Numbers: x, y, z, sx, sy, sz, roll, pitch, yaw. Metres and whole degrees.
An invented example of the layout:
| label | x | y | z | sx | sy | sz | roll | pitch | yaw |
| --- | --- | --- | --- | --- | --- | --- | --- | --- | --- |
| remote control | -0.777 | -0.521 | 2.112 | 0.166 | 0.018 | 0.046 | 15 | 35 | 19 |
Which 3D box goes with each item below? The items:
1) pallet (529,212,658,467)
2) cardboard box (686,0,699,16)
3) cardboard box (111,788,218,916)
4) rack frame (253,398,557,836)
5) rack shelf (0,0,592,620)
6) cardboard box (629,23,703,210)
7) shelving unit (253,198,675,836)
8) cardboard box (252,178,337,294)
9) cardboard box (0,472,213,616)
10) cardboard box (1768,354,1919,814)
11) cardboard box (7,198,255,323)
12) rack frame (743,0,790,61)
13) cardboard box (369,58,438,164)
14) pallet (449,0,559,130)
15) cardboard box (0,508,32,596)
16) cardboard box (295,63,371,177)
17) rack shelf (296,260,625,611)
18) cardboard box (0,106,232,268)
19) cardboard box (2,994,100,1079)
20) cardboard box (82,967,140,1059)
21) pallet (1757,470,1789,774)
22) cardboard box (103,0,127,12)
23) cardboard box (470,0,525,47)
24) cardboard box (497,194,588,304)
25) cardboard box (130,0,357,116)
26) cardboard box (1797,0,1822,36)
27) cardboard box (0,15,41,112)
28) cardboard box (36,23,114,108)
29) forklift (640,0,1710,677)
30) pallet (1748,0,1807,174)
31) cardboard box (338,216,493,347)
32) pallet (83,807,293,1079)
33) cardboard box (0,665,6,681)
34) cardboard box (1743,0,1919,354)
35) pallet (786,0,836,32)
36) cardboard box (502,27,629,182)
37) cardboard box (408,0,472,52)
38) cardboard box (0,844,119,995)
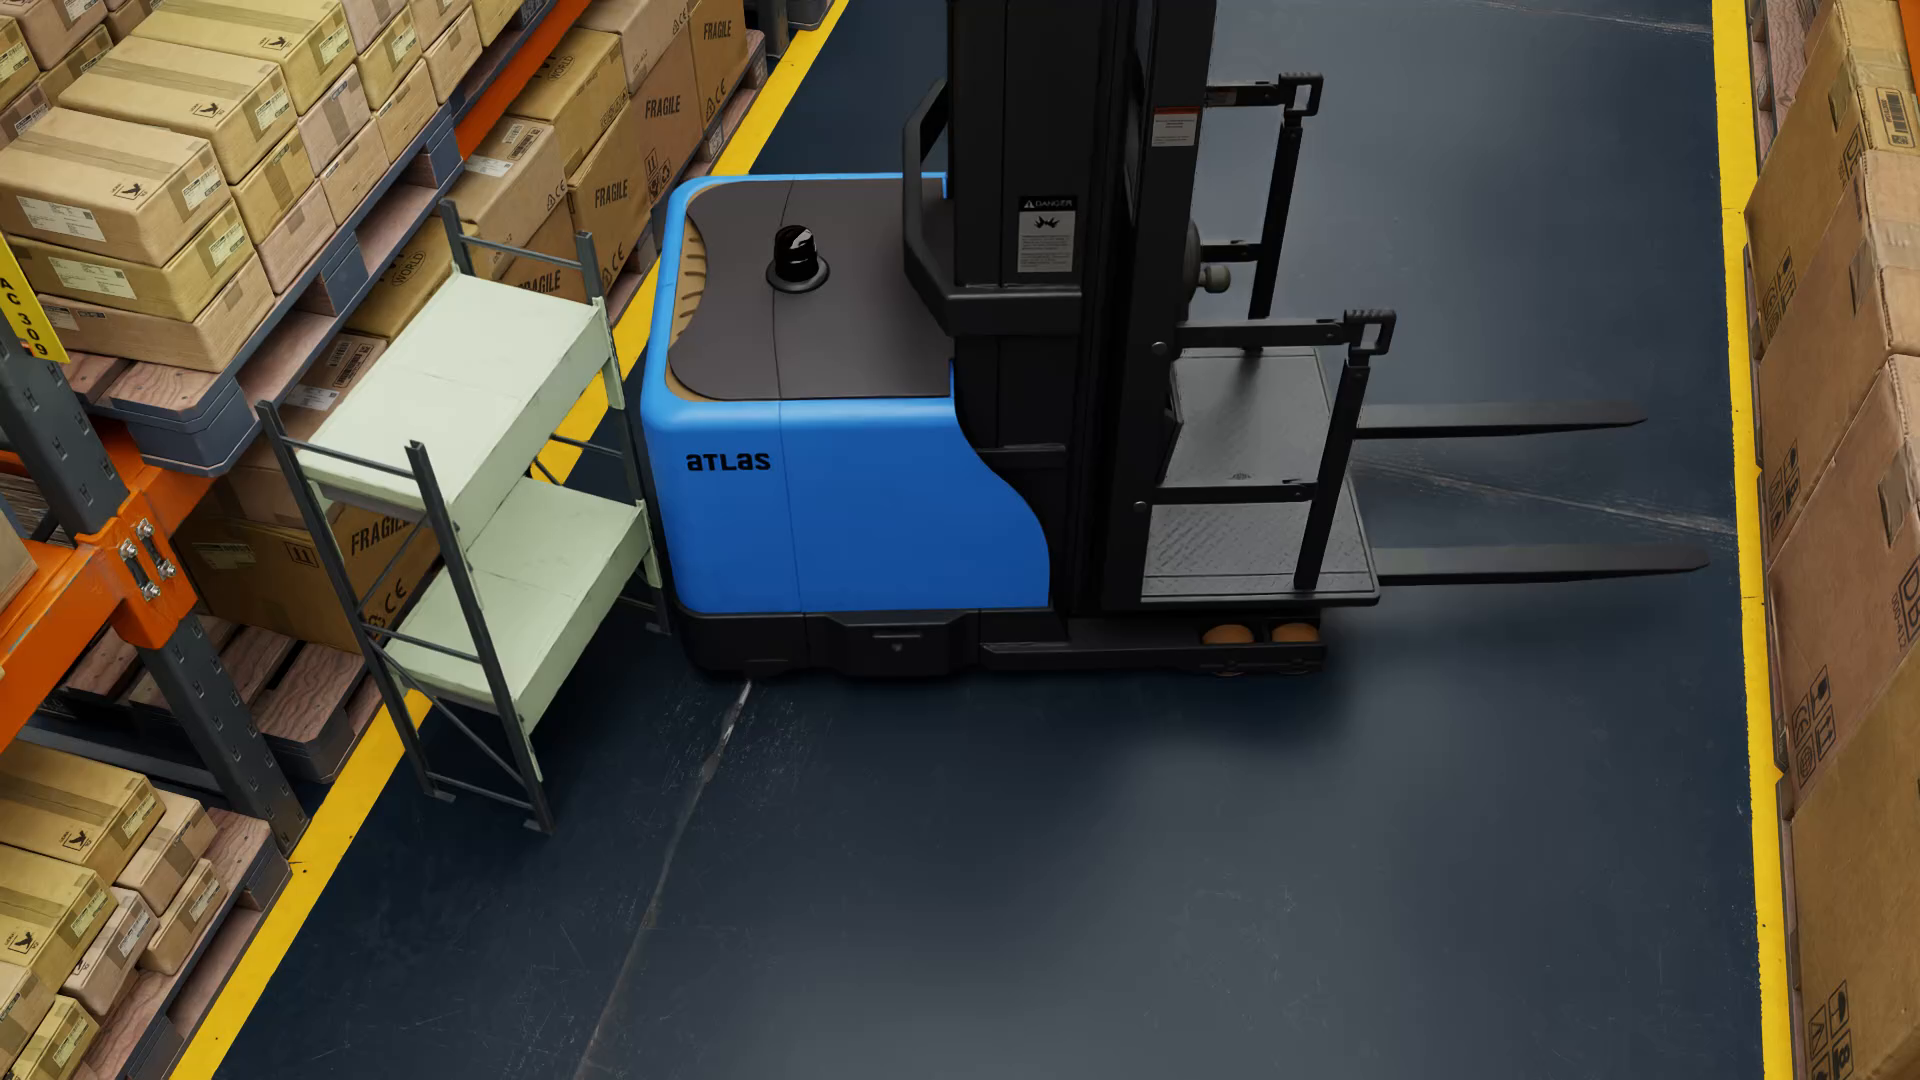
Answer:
| label | x | y | z | sx | sy | sz | roll | pitch | yaw |
| --- | --- | --- | --- | --- | --- | --- | --- | --- | --- |
| pallet | -1.757 | -0.797 | 5.813 | 1.003 | 0.211 | 1.213 | 12 | 50 | 10 |
| cardboard box | -1.154 | -2.178 | 6.059 | 0.500 | 0.250 | 0.500 | 11 | 49 | 9 |
| cardboard box | -2.055 | 0.725 | 4.032 | 0.380 | 0.149 | 0.250 | 12 | 50 | 11 |
| rack frame | -1.296 | 0.254 | 4.025 | 0.400 | 1.500 | 0.023 | 15 | 50 | 13 |
| rack shelf | -1.753 | -1.480 | 5.035 | 1.077 | 0.370 | 4.000 | 12 | 50 | 10 |
| cardboard box | -1.288 | -1.574 | 6.026 | 0.500 | 0.500 | 0.500 | 13 | 50 | 12 |
| shelving unit | -1.174 | -0.004 | 4.254 | 0.431 | 1.500 | 0.755 | 15 | 50 | 13 |
| cardboard box | -1.664 | -0.723 | 3.775 | 0.380 | 0.149 | 0.250 | 12 | 50 | 11 |
| cardboard box | -2.327 | -0.168 | 4.785 | 0.500 | 0.500 | 0.500 | 11 | 49 | 9 |
| cardboard box | 2.863 | 0.231 | 4.182 | 1.225 | 0.875 | 0.875 | 10 | 49 | 9 |
| cardboard box | -1.732 | -0.620 | 3.486 | 0.380 | 0.149 | 0.250 | 12 | 50 | 11 |
| rack frame | -1.226 | -3.165 | 6.042 | 1.000 | 3.000 | 0.127 | 12 | 50 | 10 |
| cardboard box | -1.528 | -1.085 | 4.094 | 0.380 | 0.149 | 0.250 | 12 | 50 | 10 |
| pallet | -1.708 | -1.661 | 4.844 | 1.003 | 0.211 | 1.213 | 12 | 50 | 10 |
| cardboard box | -2.134 | 0.003 | 2.982 | 0.500 | 0.500 | 0.500 | 12 | 50 | 10 |
| cardboard box | -1.598 | -0.995 | 3.816 | 0.380 | 0.149 | 0.250 | 13 | 50 | 11 |
| rack shelf | -1.174 | -0.263 | 3.961 | 0.431 | 0.370 | 0.720 | 15 | 50 | 13 |
| cardboard box | -1.732 | -0.718 | 3.374 | 0.380 | 0.149 | 0.250 | 14 | 50 | 12 |
| cardboard box | -2.168 | 1.121 | 3.683 | 0.380 | 0.149 | 0.250 | 10 | 49 | 9 |
| cardboard box | -2.203 | 1.055 | 3.939 | 0.380 | 0.149 | 0.250 | 13 | 50 | 11 |
| pallet | 2.929 | 0.245 | 4.893 | 1.003 | 0.211 | 1.213 | 12 | 50 | 10 |
| cardboard box | -2.153 | -1.424 | 3.997 | 0.380 | 0.149 | 0.250 | 11 | 50 | 10 |
| cardboard box | -1.393 | -1.467 | 4.432 | 0.380 | 0.149 | 0.250 | 11 | 49 | 9 |
| cardboard box | -1.566 | -0.830 | 5.369 | 0.500 | 0.500 | 0.500 | 12 | 50 | 11 |
| cardboard box | -1.594 | -1.106 | 3.716 | 0.380 | 0.149 | 0.250 | 12 | 50 | 10 |
| cardboard box | 3.823 | -2.324 | 6.674 | 0.700 | 0.500 | 0.500 | 8 | 49 | 7 |
| cardboard box | -2.292 | -1.048 | 3.665 | 0.380 | 0.149 | 0.250 | 10 | 49 | 9 |
| cardboard box | -2.229 | -1.122 | 3.929 | 0.380 | 0.149 | 0.250 | 14 | 50 | 12 |
| forklift | 0.686 | -0.969 | 4.150 | 3.031 | 2.935 | 1.130 | -1 | 49 | -1 |
| pallet | 3.739 | -1.755 | 6.658 | 1.003 | 0.211 | 1.213 | 12 | 50 | 10 |
| cardboard box | -1.692 | -0.699 | 4.754 | 0.500 | 0.250 | 0.500 | 13 | 50 | 11 |
| pallet | -2.422 | 1.144 | 4.100 | 1.003 | 0.211 | 1.213 | 12 | 50 | 10 |
| cardboard box | -2.091 | 0.272 | 3.177 | 0.380 | 0.149 | 0.250 | 10 | 49 | 9 |
| cardboard box | 3.330 | -1.054 | 5.316 | 1.225 | 0.875 | 0.875 | 9 | 49 | 8 |
| pallet | -0.946 | -2.797 | 7.578 | 1.003 | 0.211 | 1.213 | 12 | 50 | 10 |
| cardboard box | -1.425 | -1.446 | 5.413 | 0.500 | 0.250 | 0.500 | 13 | 50 | 11 |
| cardboard box | -1.461 | -1.378 | 4.155 | 0.380 | 0.149 | 0.250 | 13 | 50 | 12 |
| cardboard box | -2.151 | 0.837 | 3.735 | 0.380 | 0.149 | 0.250 | 12 | 50 | 11 |
